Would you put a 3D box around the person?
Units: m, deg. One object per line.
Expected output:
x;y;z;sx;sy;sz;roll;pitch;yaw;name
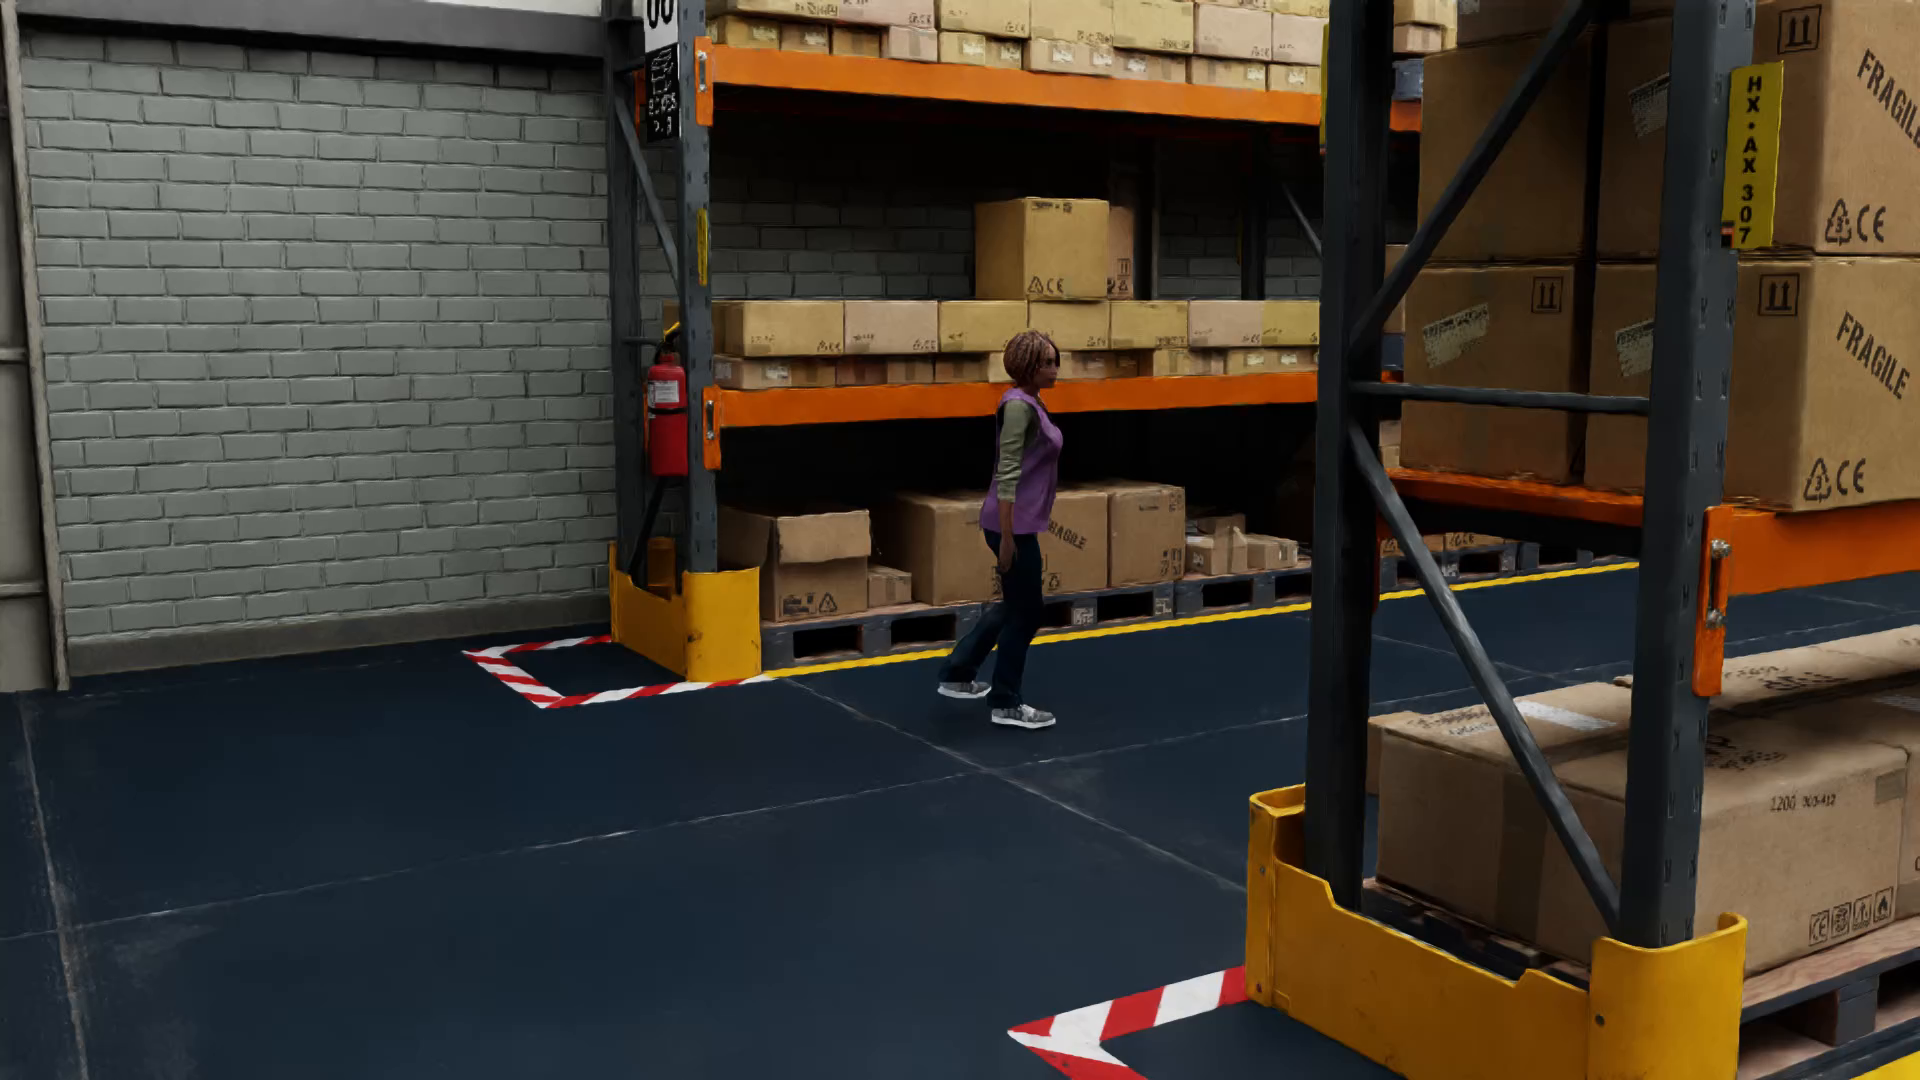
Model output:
0.155;-0.039;6.636;0.504;1.587;0.463;1;8;5;person
